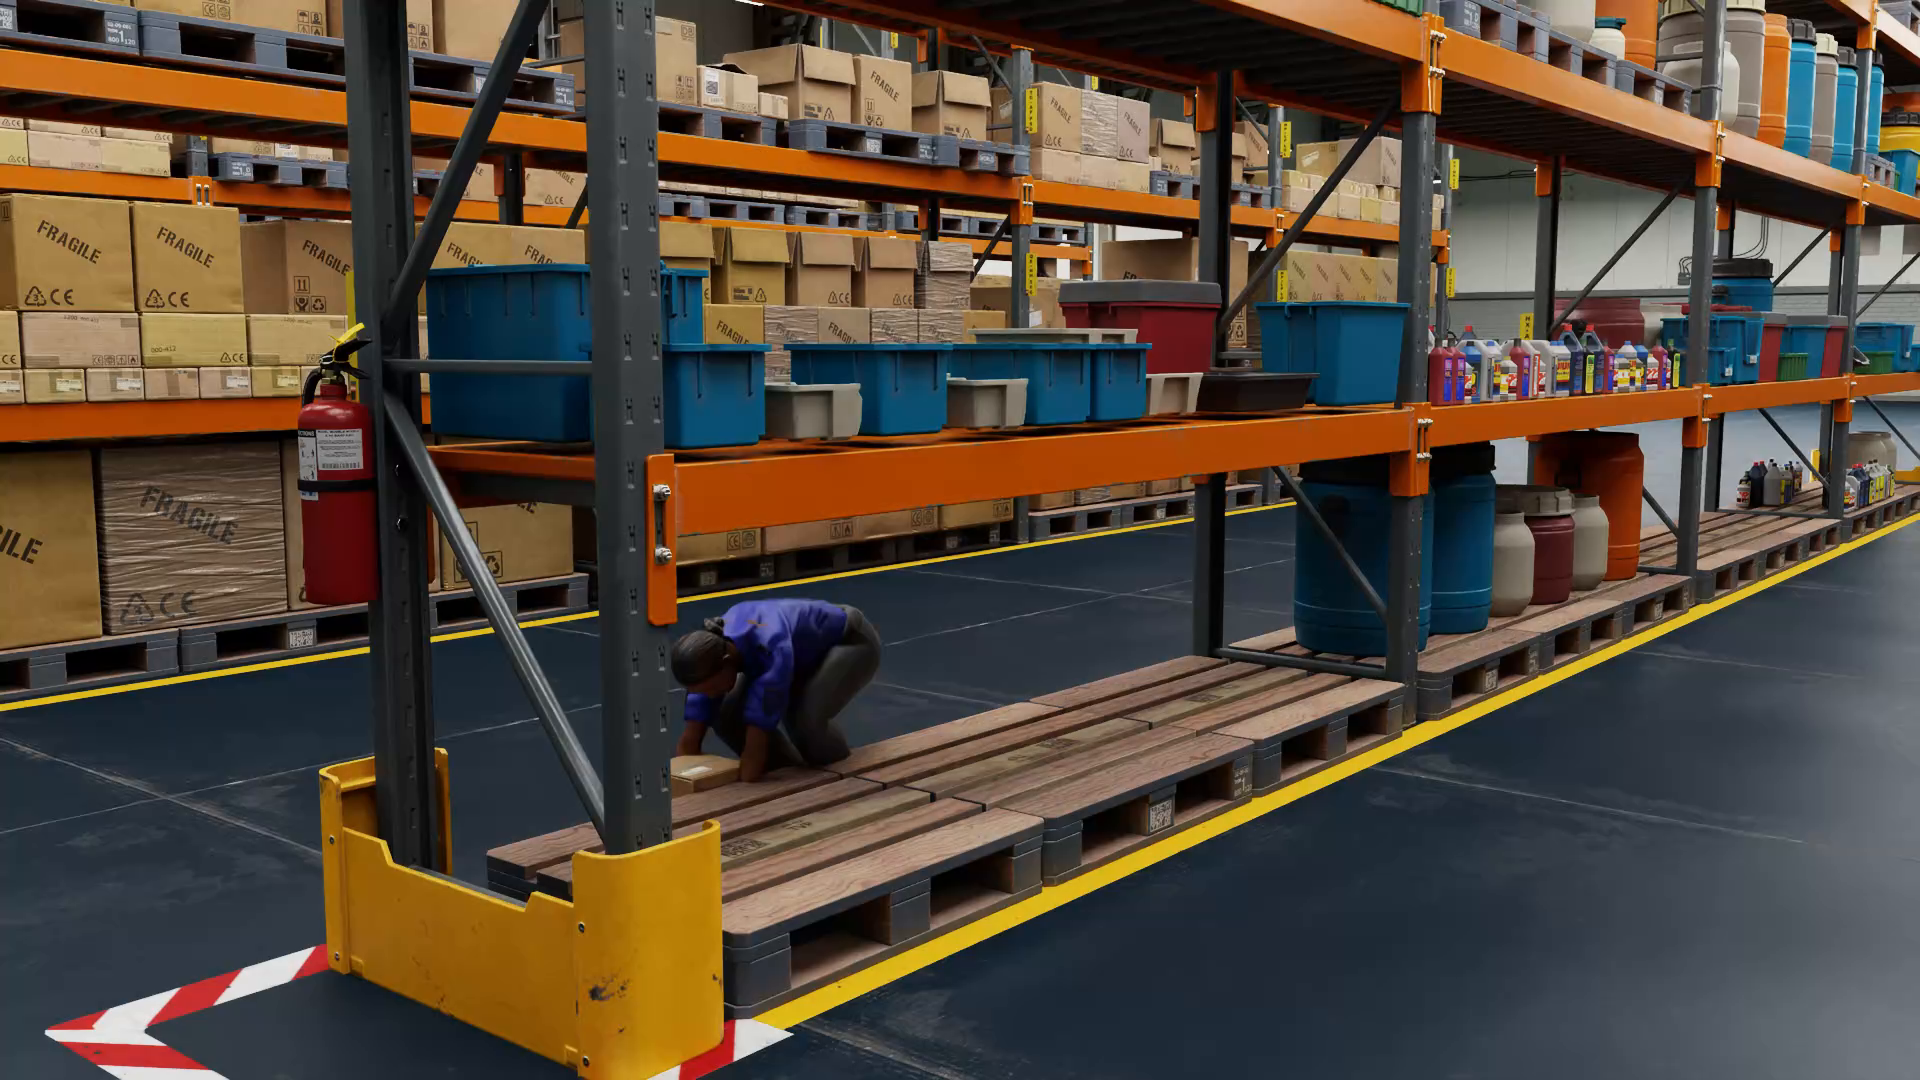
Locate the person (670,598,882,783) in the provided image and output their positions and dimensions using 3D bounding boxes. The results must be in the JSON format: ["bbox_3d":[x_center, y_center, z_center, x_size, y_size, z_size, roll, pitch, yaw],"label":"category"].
[{"bbox_3d":[-0.613,0.570,5.452,0.465,0.766,0.873,5,8,36],"label":"person"}]
